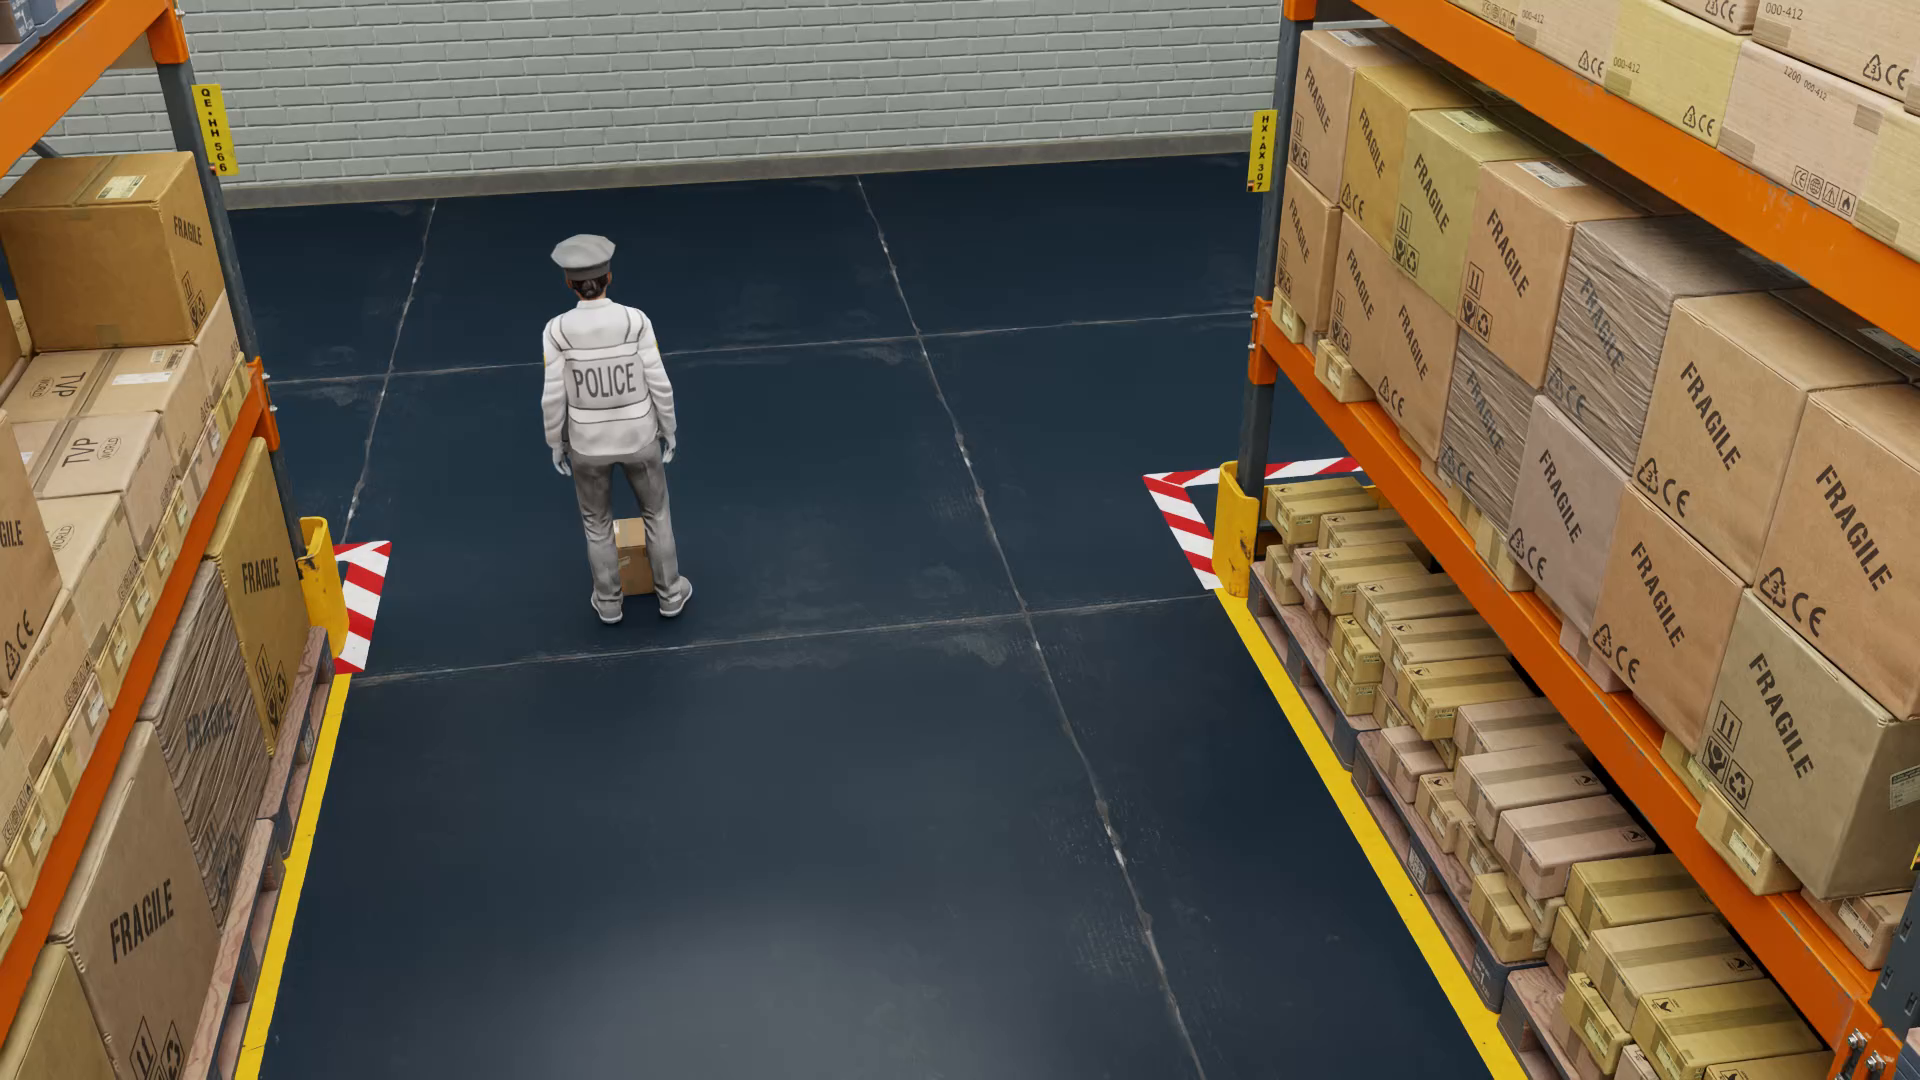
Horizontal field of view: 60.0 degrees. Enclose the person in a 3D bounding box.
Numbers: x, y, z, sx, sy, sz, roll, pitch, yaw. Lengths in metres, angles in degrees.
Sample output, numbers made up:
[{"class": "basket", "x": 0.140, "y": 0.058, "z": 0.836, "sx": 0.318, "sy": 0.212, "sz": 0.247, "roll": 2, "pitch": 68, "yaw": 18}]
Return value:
[{"class": "person", "x": -1.423, "y": -0.409, "z": 6.814, "sx": 0.529, "sy": 1.662, "sz": 0.375, "roll": -7, "pitch": 32, "yaw": -11}]
